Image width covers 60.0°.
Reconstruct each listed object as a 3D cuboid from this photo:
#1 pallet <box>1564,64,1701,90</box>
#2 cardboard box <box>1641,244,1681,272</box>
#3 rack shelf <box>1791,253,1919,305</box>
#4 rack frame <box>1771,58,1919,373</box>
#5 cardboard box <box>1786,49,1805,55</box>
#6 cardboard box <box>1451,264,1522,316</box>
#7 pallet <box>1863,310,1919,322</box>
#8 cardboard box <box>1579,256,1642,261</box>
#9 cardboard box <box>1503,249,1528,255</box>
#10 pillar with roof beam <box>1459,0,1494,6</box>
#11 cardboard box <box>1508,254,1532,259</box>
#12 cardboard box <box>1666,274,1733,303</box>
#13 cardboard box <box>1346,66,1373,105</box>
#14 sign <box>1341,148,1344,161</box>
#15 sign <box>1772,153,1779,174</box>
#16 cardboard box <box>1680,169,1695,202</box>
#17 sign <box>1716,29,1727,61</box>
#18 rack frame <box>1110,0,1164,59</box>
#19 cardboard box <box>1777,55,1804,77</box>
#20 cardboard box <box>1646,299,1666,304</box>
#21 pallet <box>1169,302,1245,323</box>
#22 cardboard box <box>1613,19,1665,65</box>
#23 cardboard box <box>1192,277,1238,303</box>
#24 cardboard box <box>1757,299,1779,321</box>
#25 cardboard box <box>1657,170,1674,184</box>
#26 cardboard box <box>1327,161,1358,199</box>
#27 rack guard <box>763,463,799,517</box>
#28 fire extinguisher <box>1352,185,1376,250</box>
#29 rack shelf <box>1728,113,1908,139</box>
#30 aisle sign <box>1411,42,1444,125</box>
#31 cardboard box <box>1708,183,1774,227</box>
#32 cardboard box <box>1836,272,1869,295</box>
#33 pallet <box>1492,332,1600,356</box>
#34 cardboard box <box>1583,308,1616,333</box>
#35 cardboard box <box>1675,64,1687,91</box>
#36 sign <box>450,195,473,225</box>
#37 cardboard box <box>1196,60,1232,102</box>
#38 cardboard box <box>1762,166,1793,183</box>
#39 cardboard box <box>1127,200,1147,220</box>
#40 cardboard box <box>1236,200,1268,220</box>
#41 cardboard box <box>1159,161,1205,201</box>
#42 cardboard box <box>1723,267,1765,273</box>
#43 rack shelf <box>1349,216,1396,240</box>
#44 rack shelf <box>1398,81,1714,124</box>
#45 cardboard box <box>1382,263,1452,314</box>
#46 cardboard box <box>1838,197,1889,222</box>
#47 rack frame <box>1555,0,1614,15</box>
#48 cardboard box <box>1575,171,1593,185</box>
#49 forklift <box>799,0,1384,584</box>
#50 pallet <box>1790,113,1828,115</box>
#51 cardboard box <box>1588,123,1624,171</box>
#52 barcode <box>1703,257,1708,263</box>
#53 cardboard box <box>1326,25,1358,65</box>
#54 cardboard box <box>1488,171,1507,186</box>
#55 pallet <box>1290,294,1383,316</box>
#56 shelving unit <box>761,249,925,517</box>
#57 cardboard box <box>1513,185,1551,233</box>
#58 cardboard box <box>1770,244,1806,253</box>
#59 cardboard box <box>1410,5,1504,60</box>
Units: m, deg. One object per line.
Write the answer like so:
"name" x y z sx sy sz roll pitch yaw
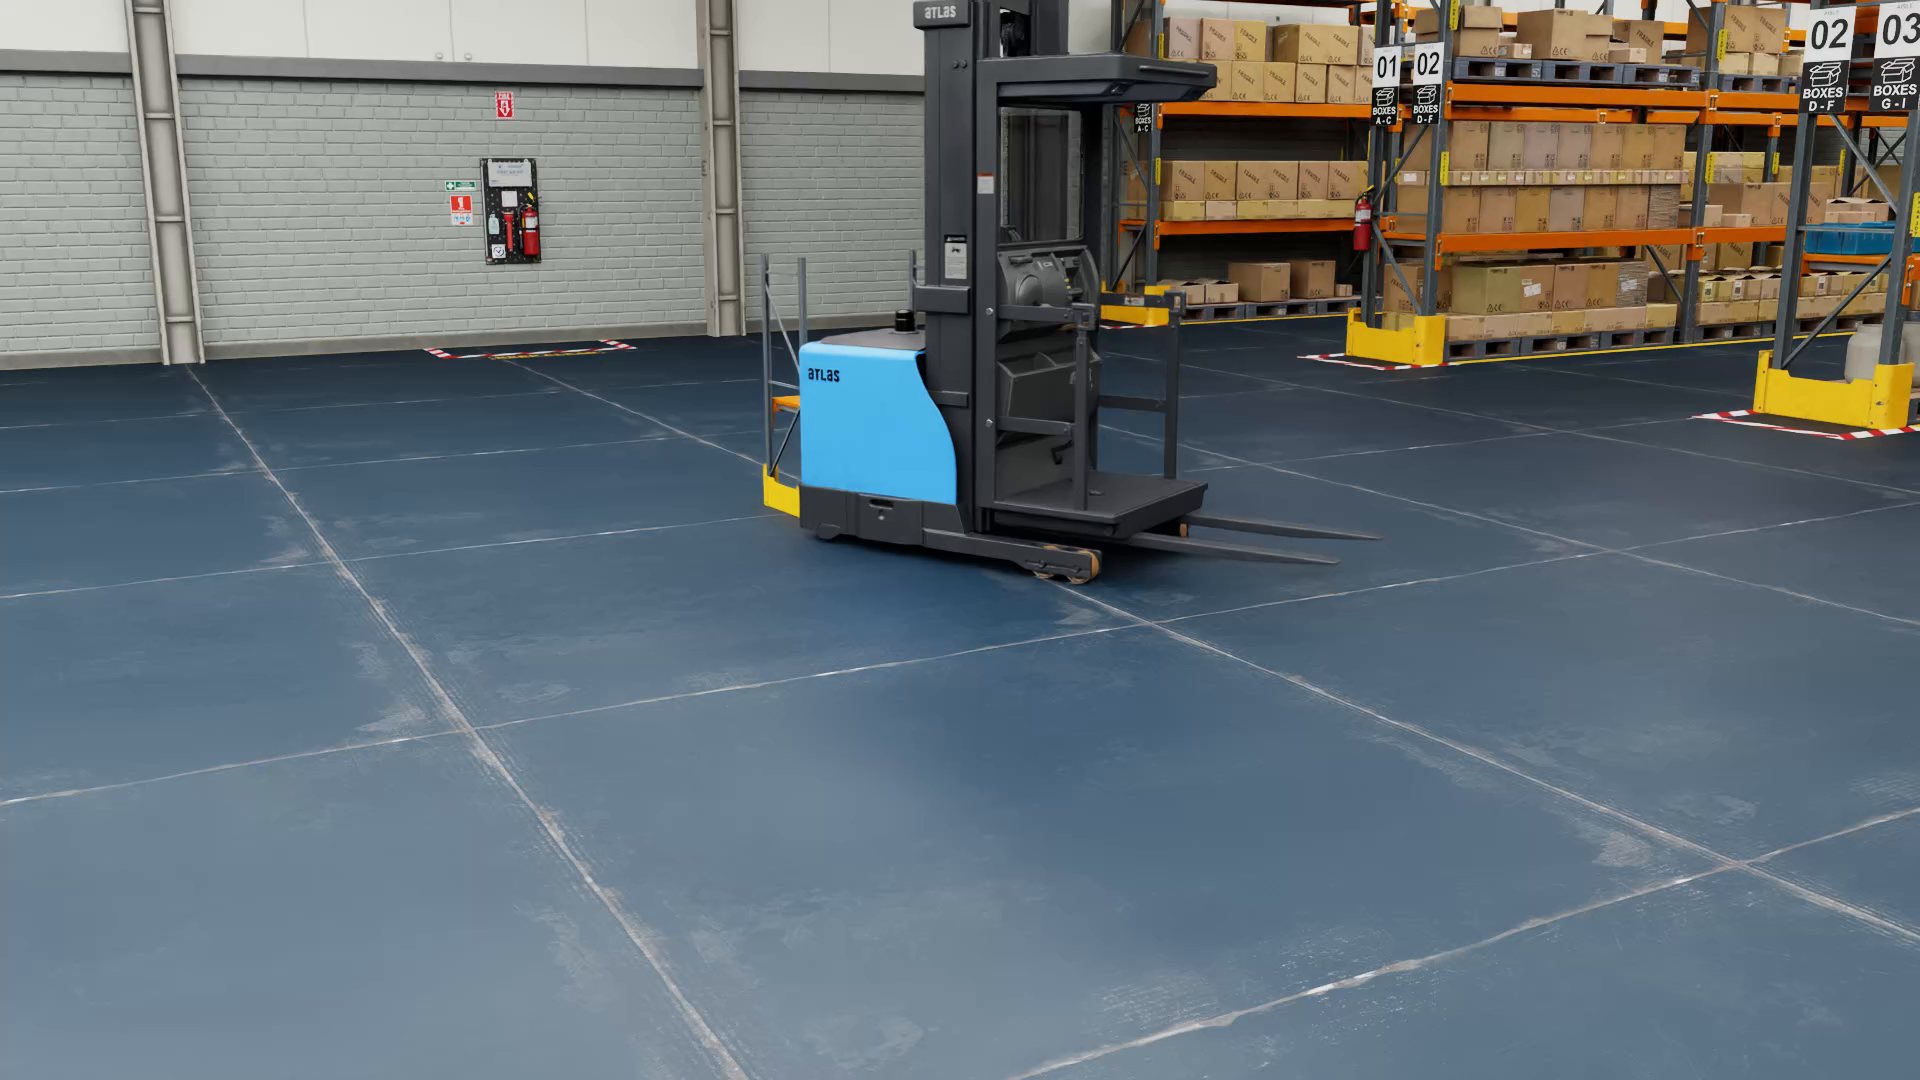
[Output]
"pallet" 7.388 -5.130 18.443 1.213 0.211 1.003 -7 14 -28
"cardboard box" 10.738 -4.479 26.119 0.750 0.750 0.750 -7 14 -28
"rack shelf" 8.739 -2.288 14.084 4.000 0.370 1.077 -7 14 -28
"rack frame" 6.983 -2.429 13.070 0.127 3.000 1.000 -7 14 -28
"cardboard box" 13.529 -7.631 26.804 0.500 0.500 0.500 -7 14 -28
"cardboard box" 5.628 -2.680 17.783 0.500 0.500 0.500 -7 14 -28
"pallet" 12.308 -2.936 21.676 1.213 0.211 1.003 -7 14 -28
"cardboard box" 7.567 -3.046 19.408 0.500 0.500 0.500 -7 14 -28
"cardboard box" 8.121 -4.407 24.843 0.500 0.250 0.500 -7 14 -27
"pillar with roof beam" 9.765 -7.307 21.081 0.400 9.000 9.100 -7 14 -28
"cardboard box" 8.143 -4.057 24.997 0.500 0.500 0.700 -7 14 -28
"cardboard box" 8.606 -2.937 19.358 0.500 0.311 0.500 -7 14 -28
"cardboard box" 5.420 -6.180 22.632 0.500 0.500 0.500 -6 14 -26
"sign" 5.478 -5.430 23.770 0.005 0.325 0.100 -7 14 -28
"sign" 13.038 -6.023 26.585 0.005 0.325 0.100 -7 14 -28
"cardboard box" 11.161 -5.547 25.974 0.500 0.500 0.500 -6 14 -26
"sign" 8.391 -5.452 18.314 0.005 0.325 0.100 -7 14 -28
"rack frame" 2.236 -7.265 20.895 0.127 3.000 1.000 -7 14 -28
"cardboard box" 9.831 -5.589 19.666 0.500 0.250 0.500 -8 15 -33
"cardboard box" 8.349 -2.768 19.881 0.500 0.250 0.500 -7 14 -28
"pallet" 3.033 -3.064 22.245 1.213 0.211 1.003 -7 14 -28
"cardboard box" 7.555 -5.588 18.772 0.500 0.500 0.500 -6 14 -23
"cardboard box" 3.387 -3.357 22.314 0.500 0.311 0.500 -6 14 -23
"cardboard box" 9.499 -2.771 19.898 0.500 0.250 0.500 -7 15 -30
"cardboard box" 7.770 -4.074 18.677 0.250 0.149 0.380 -7 15 -29
"cardboard box" 5.045 -4.899 22.632 0.500 0.500 0.500 -7 14 -28
"rack guard" -0.998 -0.290 9.828 0.087 0.250 0.587 -8 15 -33
"fire extinguisher" 4.287 -3.423 17.665 0.183 0.674 0.296 -7 14 -28
"rack shelf" 14.524 -6.923 27.848 4.000 0.370 1.077 -7 14 -28
"aisle sign" 4.702 -4.586 16.735 0.004 0.787 0.394 -7 14 -28
"cardboard box" 9.268 -3.987 19.764 0.500 0.500 0.500 -6 14 -24
"cardboard box" 10.840 -3.204 20.543 0.500 0.311 0.500 -7 14 -29
"pallet" 6.334 -2.240 18.580 1.213 0.211 1.003 -7 14 -28
"cardboard box" 6.946 -2.471 18.564 0.500 0.250 0.500 -7 14 -28
"cardboard box" 11.016 -7.145 25.963 0.500 0.500 0.700 -7 14 -28
"sign" -5.552 -3.674 18.521 0.234 0.329 0.001 -7 14 -28
"cardboard box" 3.138 -5.897 21.374 0.500 0.500 0.500 -6 14 -24
"cardboard box" 13.253 -5.801 27.370 0.700 0.700 0.980 -7 14 -27
"cardboard box" 2.554 -4.361 21.953 0.500 0.250 0.500 -7 14 -27
"cardboard box" 3.716 -4.375 22.012 0.500 0.250 0.500 -7 15 -29
"cardboard box" 2.799 -4.633 21.452 0.500 0.500 0.500 -7 14 -28
"cardboard box" 9.678 -3.200 20.524 0.500 0.311 0.500 -7 14 -29
"rack shelf" 7.503 -4.618 24.438 4.000 0.370 1.077 -7 14 -28
"rack shelf" 6.368 -4.707 17.998 4.000 0.370 1.077 -7 14 -28
"cardboard box" 4.941 -2.727 17.993 0.500 0.500 0.500 -7 14 -28
"cardboard box" 11.295 -4.152 20.931 0.500 0.311 0.500 -6 14 -24
"rack frame" 9.258 -8.107 24.635 0.127 3.000 1.000 -7 14 -28
"cardboard box" 6.641 -3.938 18.072 0.250 0.149 0.380 -6 14 -26
"forklift" 0.634 -1.347 8.421 3.031 2.935 1.130 8 15 32
"pallet" 14.562 -7.232 27.784 1.213 0.211 1.003 -7 14 -28
"cardboard box" 6.855 -4.333 18.347 0.500 0.500 0.700 -7 14 -28
"barcode" 8.547 -3.215 19.067 0.075 0.075 0.001 -7 14 -28
"cardboard box" 4.959 -6.604 22.238 0.500 0.500 0.500 -6 14 -25
"cardboard box" 5.511 -3.803 17.472 0.250 0.149 0.380 -7 14 -28
"pallet" 5.175 -3.321 23.386 1.213 0.211 1.003 -7 14 -28
"shelving unit" -0.583 -0.960 9.959 1.083 1.500 0.587 -8 15 -33
"cardboard box" 5.926 -3.587 17.987 0.500 0.500 0.700 -7 14 -27
"cardboard box" 13.917 -4.697 27.886 0.500 0.500 0.700 -7 14 -28
"cardboard box" 5.119 -5.231 17.177 0.637 0.503 0.797 -6 14 -24
